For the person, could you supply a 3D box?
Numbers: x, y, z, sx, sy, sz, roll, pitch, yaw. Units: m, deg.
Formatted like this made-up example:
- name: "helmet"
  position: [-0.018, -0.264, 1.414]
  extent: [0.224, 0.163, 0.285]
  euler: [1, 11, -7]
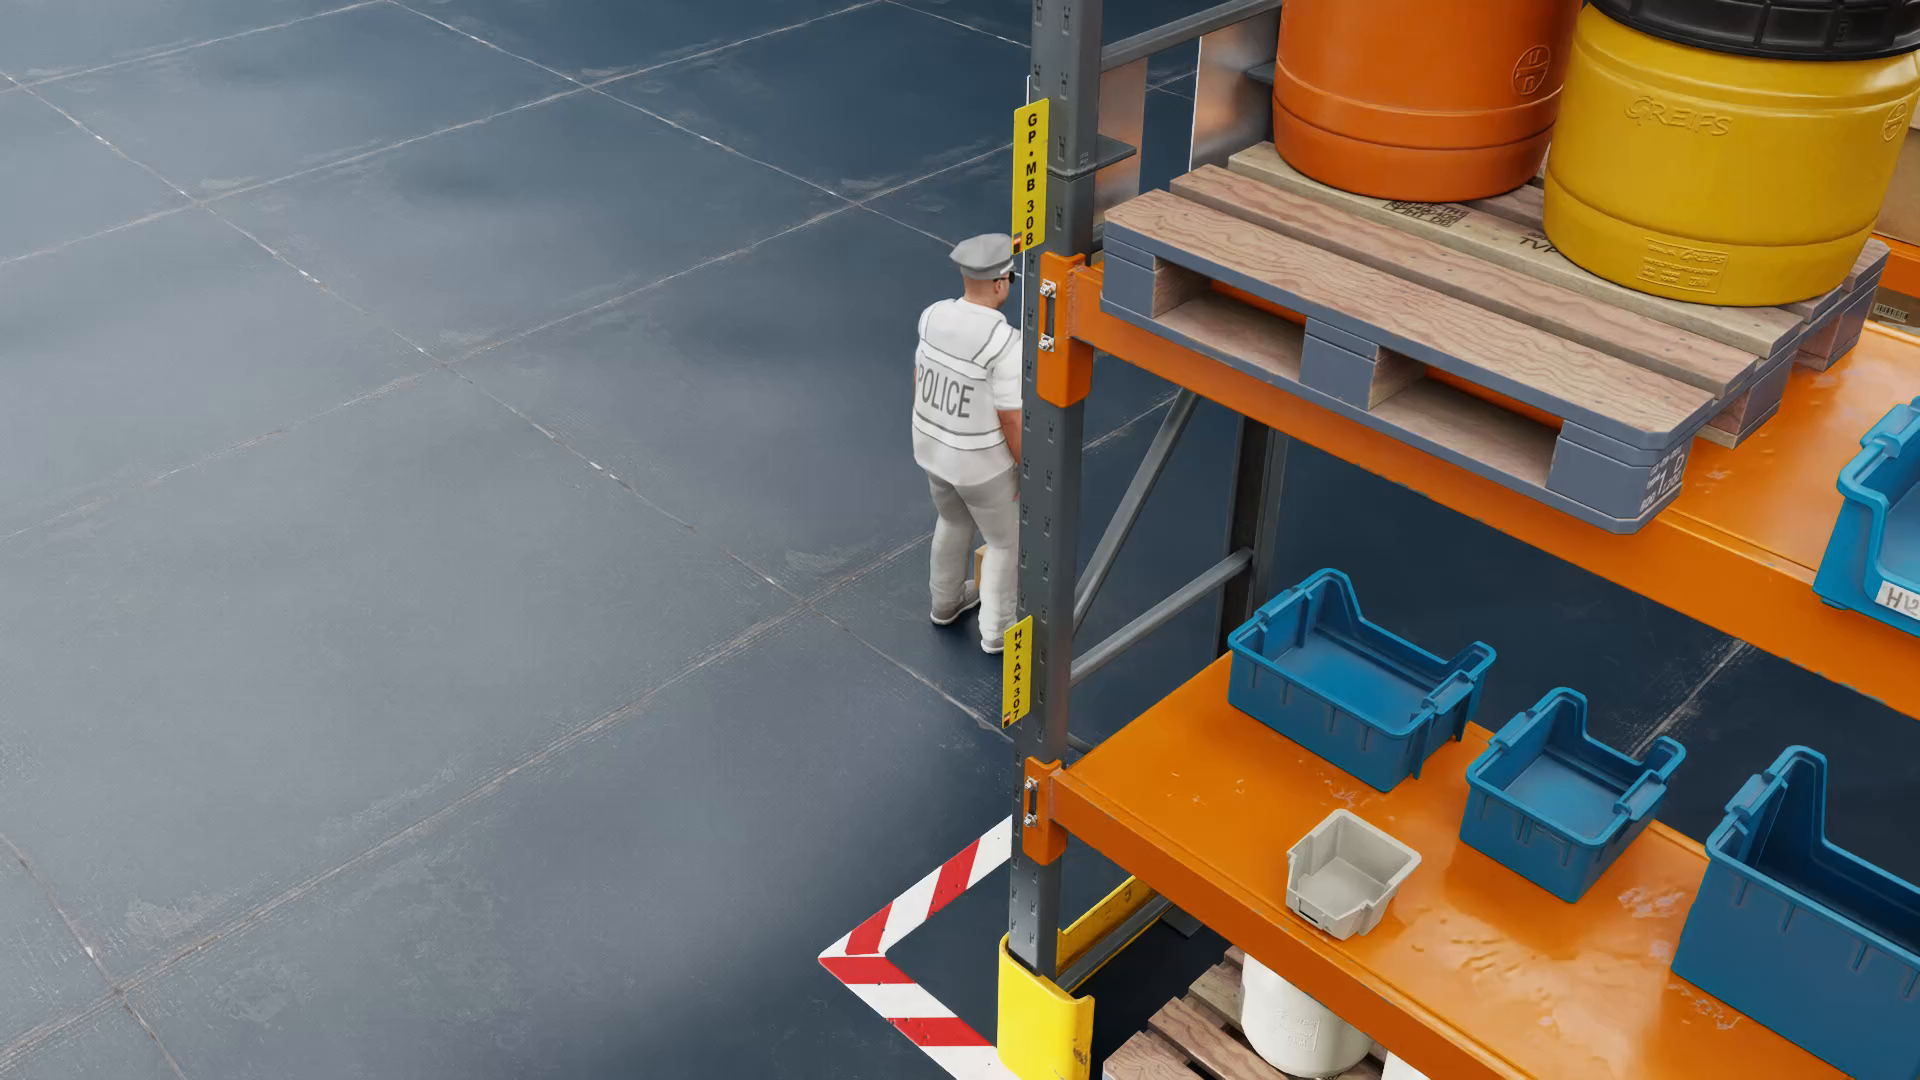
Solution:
- name: "person"
  position: [0.057, -0.351, 6.635]
  extent: [0.436, 1.748, 0.587]
  euler: [-30, 45, -35]
